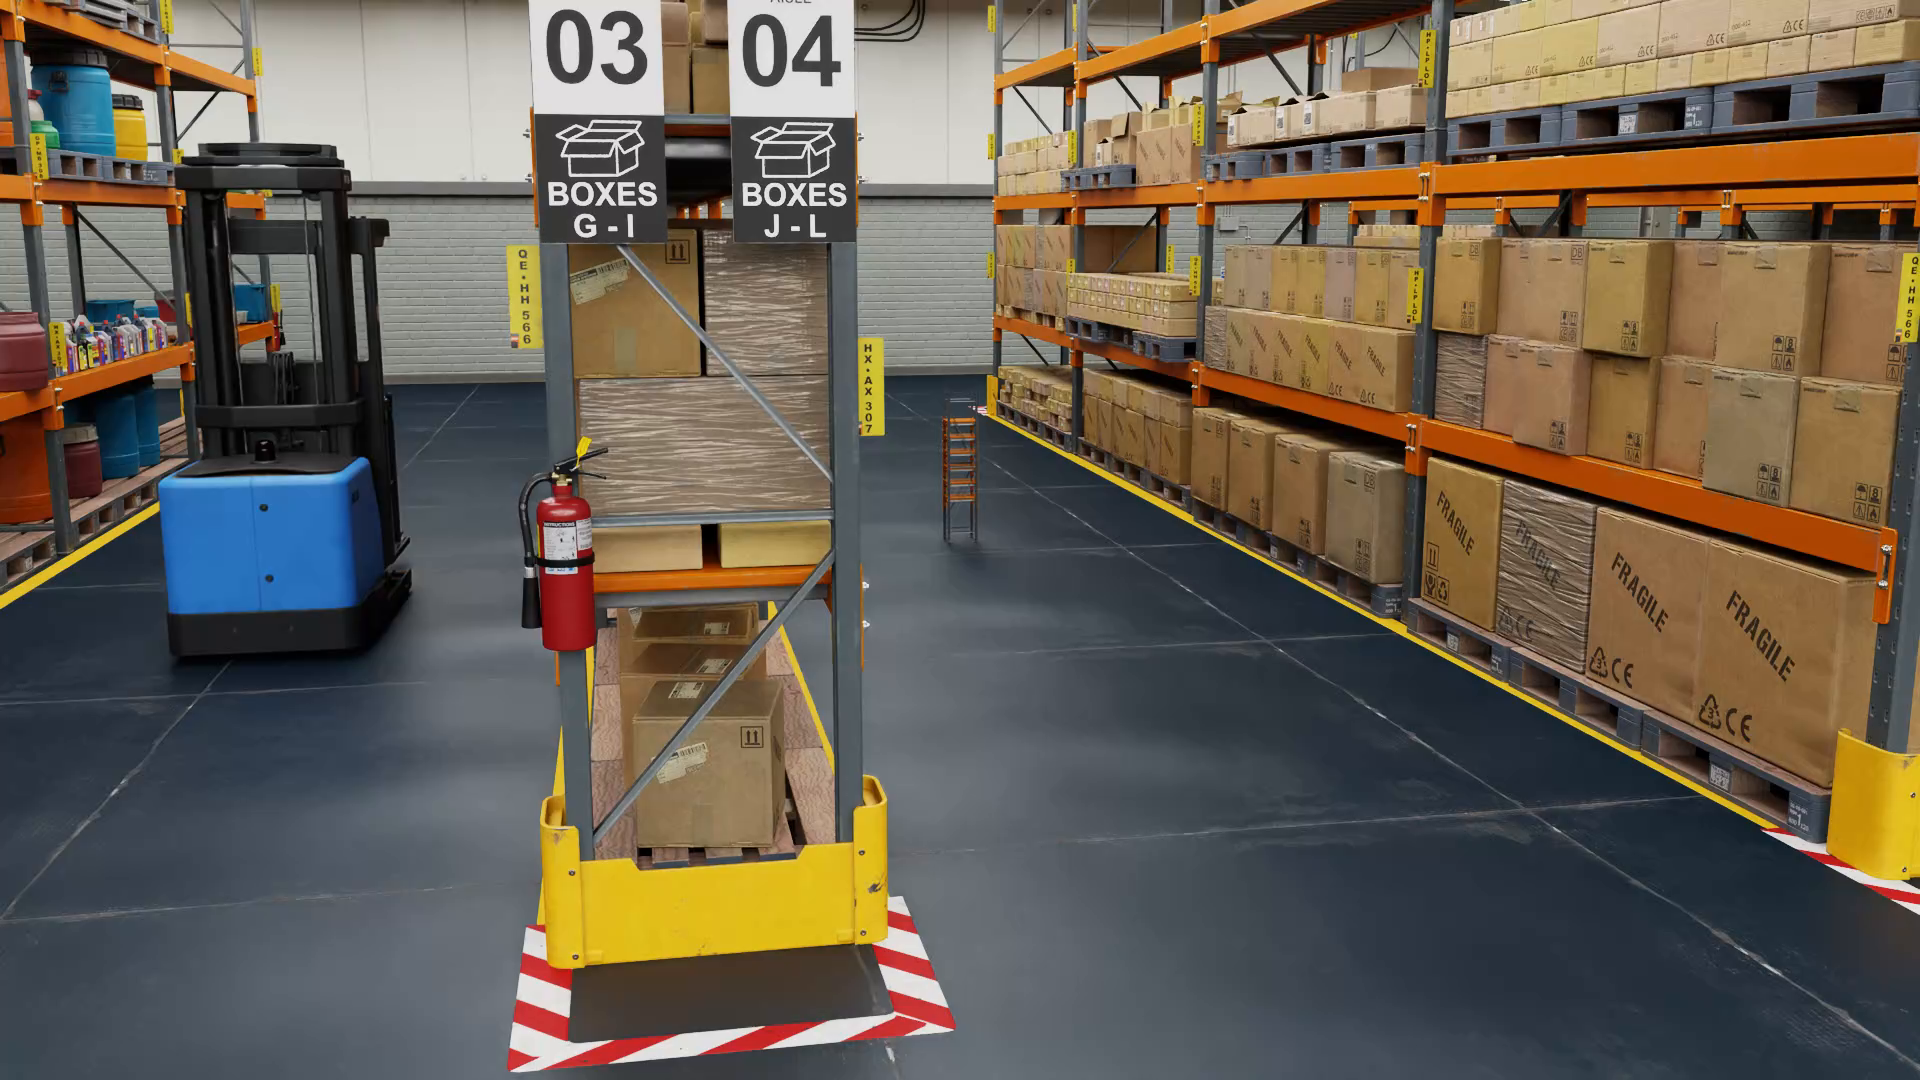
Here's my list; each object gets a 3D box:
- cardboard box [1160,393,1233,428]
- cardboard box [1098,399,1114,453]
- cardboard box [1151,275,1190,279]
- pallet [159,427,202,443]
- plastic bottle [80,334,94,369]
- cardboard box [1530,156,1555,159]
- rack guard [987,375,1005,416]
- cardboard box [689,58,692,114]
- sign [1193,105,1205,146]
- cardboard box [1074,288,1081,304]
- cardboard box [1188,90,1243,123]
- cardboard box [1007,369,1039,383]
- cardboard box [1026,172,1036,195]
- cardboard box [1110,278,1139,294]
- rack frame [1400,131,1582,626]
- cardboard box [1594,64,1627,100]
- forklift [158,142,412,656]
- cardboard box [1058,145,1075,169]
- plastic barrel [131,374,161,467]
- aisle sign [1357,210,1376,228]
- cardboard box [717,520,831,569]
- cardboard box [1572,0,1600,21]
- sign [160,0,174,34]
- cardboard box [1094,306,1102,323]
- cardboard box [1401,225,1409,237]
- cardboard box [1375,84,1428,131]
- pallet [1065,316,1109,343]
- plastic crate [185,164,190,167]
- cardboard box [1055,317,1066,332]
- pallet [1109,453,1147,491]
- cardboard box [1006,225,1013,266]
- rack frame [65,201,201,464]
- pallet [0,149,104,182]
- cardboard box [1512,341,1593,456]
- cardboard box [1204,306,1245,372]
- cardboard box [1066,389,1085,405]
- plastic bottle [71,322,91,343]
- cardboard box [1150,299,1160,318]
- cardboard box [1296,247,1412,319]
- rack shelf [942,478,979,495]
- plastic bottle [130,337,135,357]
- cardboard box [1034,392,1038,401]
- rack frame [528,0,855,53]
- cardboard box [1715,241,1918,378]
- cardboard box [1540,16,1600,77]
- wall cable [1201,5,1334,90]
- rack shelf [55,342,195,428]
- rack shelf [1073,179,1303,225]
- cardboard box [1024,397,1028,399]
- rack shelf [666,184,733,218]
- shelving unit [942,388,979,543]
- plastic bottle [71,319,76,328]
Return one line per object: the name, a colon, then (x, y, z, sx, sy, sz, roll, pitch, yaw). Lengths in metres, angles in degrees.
cardboard box: (2.103, -1.157, 14.808, 0.500, 0.250, 0.500, -2, 11, -12)
cardboard box: (1.704, -1.164, 16.852, 0.500, 0.500, 0.500, -2, 11, -8)
cardboard box: (2.138, -2.592, 16.747, 0.380, 0.149, 0.250, -2, 11, -11)
pallet: (-8.449, -1.074, 18.273, 1.003, 0.211, 1.213, -2, 11, -11)
plastic bottle: (-7.133, -1.539, 13.574, 0.061, 0.283, 0.133, -2, 11, -11)
cardboard box: (6.438, -4.183, 17.739, 0.500, 0.500, 0.500, -2, 11, -12)
rack guard: (0.952, -1.919, 21.944, 1.175, 0.500, 0.348, -2, 11, -11)
cardboard box: (-0.782, -1.657, 6.259, 0.500, 0.250, 0.500, -2, 11, -12)
sign: (1.961, -3.402, 13.644, 0.100, 0.325, 0.005, -2, 11, -11)
cardboard box: (1.393, -2.520, 17.169, 0.380, 0.149, 0.250, -2, 11, -12)
cardboard box: (2.160, -3.658, 14.054, 0.396, 0.266, 0.258, -2, 11, -11)
cardboard box: (0.801, -2.054, 20.876, 0.380, 0.149, 0.250, -2, 11, -11)
cardboard box: (1.075, -4.184, 19.534, 0.500, 0.250, 0.500, -2, 11, -11)
cardboard box: (1.649, -2.427, 15.886, 0.380, 0.149, 0.250, -2, 11, -9)
rack frame: (3.272, -0.960, 10.221, 1.000, 3.000, 0.127, -2, 11, -11)
cardboard box: (3.305, -2.208, 8.033, 0.380, 0.149, 0.250, -2, 11, -10)
forklift: (-4.225, -1.007, 10.651, 1.130, 2.935, 3.031, -2, 11, -10)
cardboard box: (1.376, -4.149, 18.012, 0.500, 0.250, 0.500, -3, 11, -14)
plastic barrel: (-7.939, -1.161, 15.762, 0.600, 0.901, 0.708, -2, 11, -11)
aisle sign: (5.475, -4.640, 22.598, 0.394, 0.787, 0.004, -2, 11, -11)
cardboard box: (-0.657, -0.003, 5.859, 0.380, 0.149, 0.250, -2, 11, -11)
cardboard box: (3.258, -2.645, 8.198, 0.380, 0.149, 0.250, -2, 11, -11)
sign: (-7.488, -4.950, 15.695, 0.100, 0.325, 0.005, -2, 11, -11)
cardboard box: (1.543, -2.232, 16.451, 0.380, 0.149, 0.250, -3, 11, -14)
cardboard box: (5.809, -3.905, 21.016, 0.380, 0.149, 0.250, -2, 11, -10)
cardboard box: (2.977, -2.740, 10.556, 0.500, 0.250, 0.500, -2, 11, -10)
pallet: (1.722, -2.188, 17.183, 1.003, 0.211, 1.213, -2, 11, -11)
plastic crate: (-8.000, -3.733, 17.114, 0.497, 0.269, 0.590, -2, 11, -11)
cardboard box: (1.273, -2.391, 18.411, 0.380, 0.149, 0.250, -2, 11, -13)
pallet: (2.109, -0.691, 16.262, 1.003, 0.211, 1.213, -2, 11, -11)
cardboard box: (0.869, -3.663, 20.685, 0.500, 0.500, 0.500, -2, 11, -9)
rack frame: (-8.028, -2.086, 16.133, 1.000, 3.000, 0.127, -2, 11, -11)
pallet: (-7.303, -2.877, 12.771, 1.003, 0.211, 1.213, -2, 11, -11)
cardboard box: (3.474, -0.764, 8.785, 0.875, 0.550, 0.550, -2, 11, -11)
cardboard box: (2.316, -1.651, 13.581, 0.500, 0.500, 0.500, -2, 11, -10)
cardboard box: (1.391, -1.582, 18.394, 0.380, 0.149, 0.250, -2, 11, -9)
plastic bottle: (-7.437, -1.673, 14.094, 0.144, 0.351, 0.185, -2, 11, -11)
cardboard box: (1.897, -2.046, 14.677, 0.380, 0.149, 0.250, -2, 11, -9)
cardboard box: (2.872, -1.871, 12.064, 0.700, 0.500, 0.500, -2, 11, -12)
rack shelf: (0.003, -0.425, 13.101, 0.258, 0.103, 0.180, -2, 11, -11)
plastic bottle: (-7.389, -1.723, 14.759, 0.097, 0.201, 0.097, 0, 11, 0)
cardboard box: (1.102, -1.769, 20.177, 0.380, 0.149, 0.250, -2, 11, -8)
rack frame: (-0.835, -3.012, 4.955, 1.000, 3.000, 0.127, -2, 11, -11)
cardboard box: (3.818, -0.998, 7.128, 0.875, 0.550, 0.550, -2, 11, -11)
cardboard box: (3.290, -2.477, 8.381, 0.500, 0.250, 0.500, -2, 11, -12)
wall cable: (5.129, -7.367, 27.834, 2.355, 3.000, 0.029, -2, 11, -11)
rack shelf: (-7.639, -1.366, 14.273, 1.077, 0.370, 4.000, -2, 11, -11)
rack shelf: (2.105, -3.181, 15.789, 1.077, 0.370, 4.000, -2, 11, -11)
cardboard box: (0.997, -1.675, 20.476, 0.380, 0.149, 0.250, -2, 11, -11)
rack shelf: (-2.002, -2.286, 11.084, 1.077, 0.370, 4.000, -2, 11, -11)
shelving unit: (0.003, -0.587, 13.070, 0.258, 1.200, 0.189, -2, 11, -11)
plastic bottle: (-8.375, -1.946, 15.709, 0.061, 0.283, 0.133, -2, 11, -11)
